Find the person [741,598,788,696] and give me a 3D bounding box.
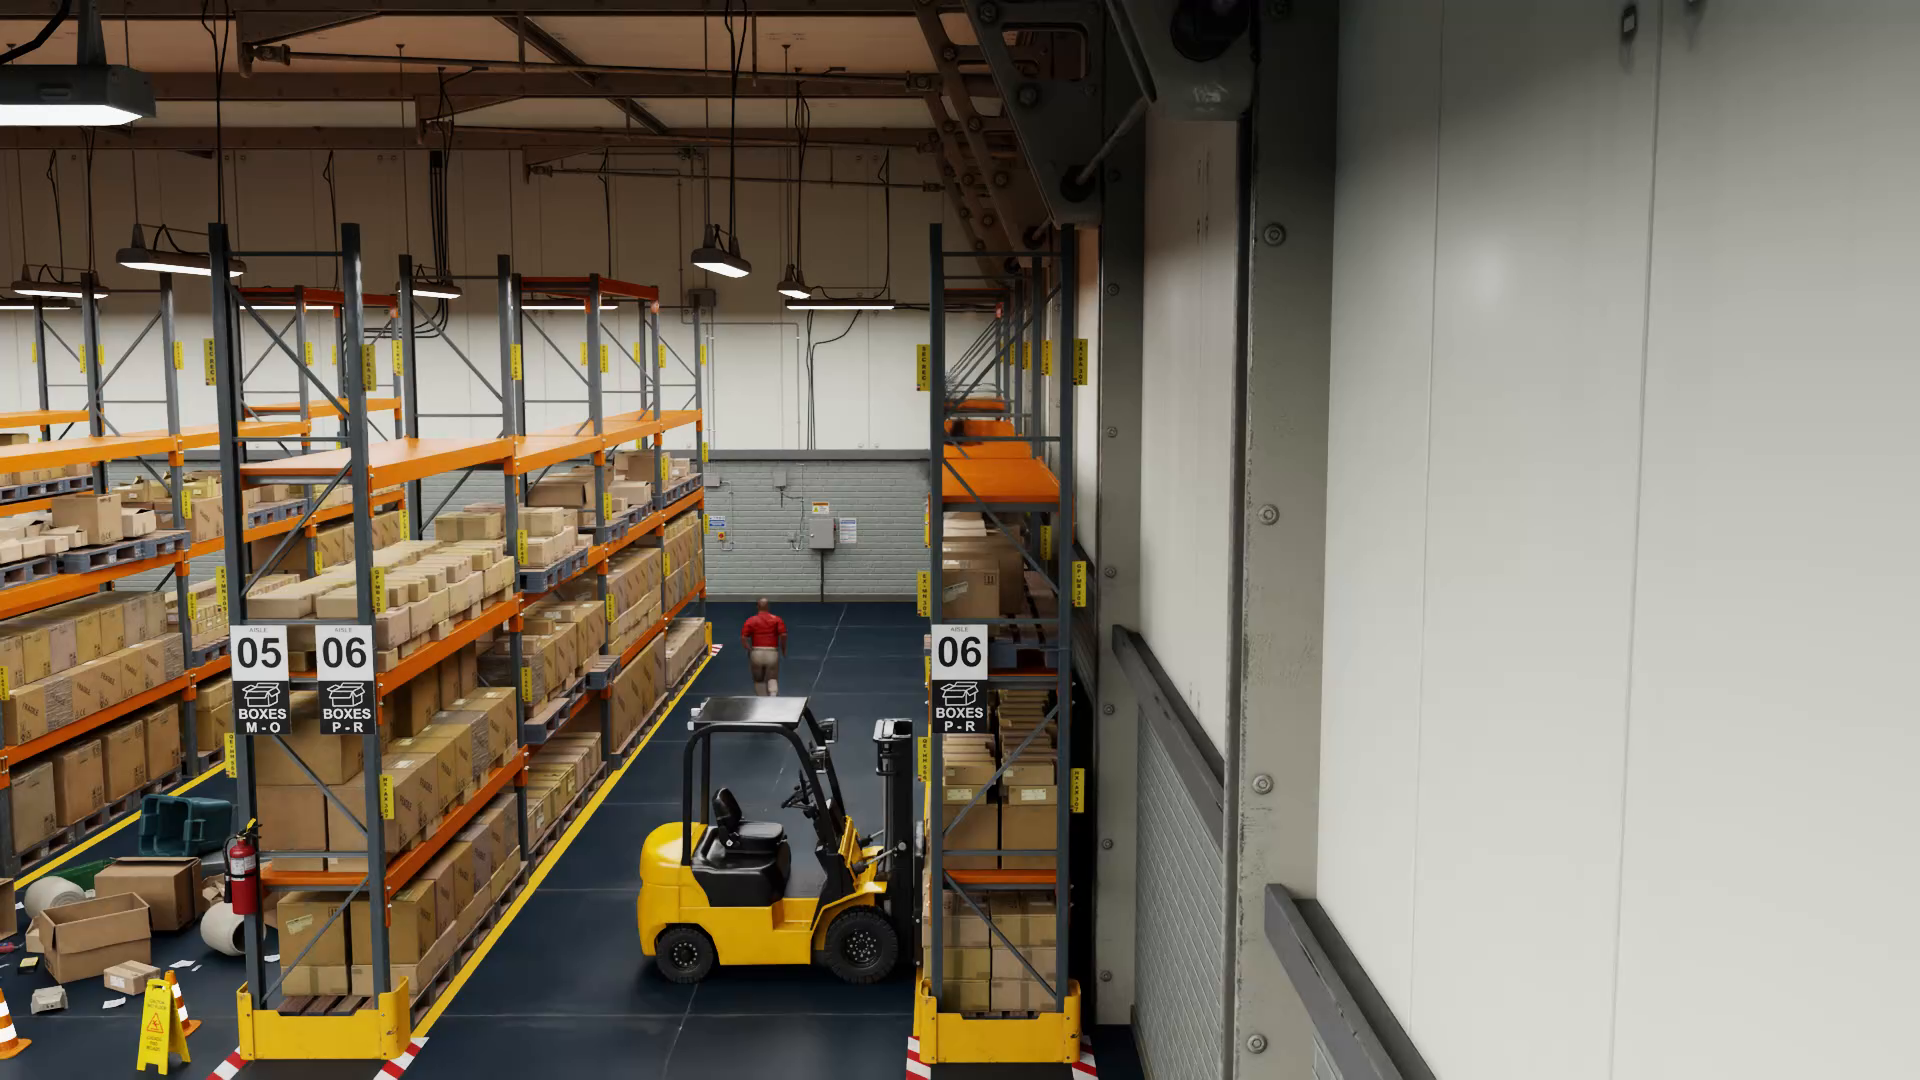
[{"bbox_3d":[-2.722,1.648,23.146,0.652,1.677,0.631,0,7,-4],"label":"person"}]
